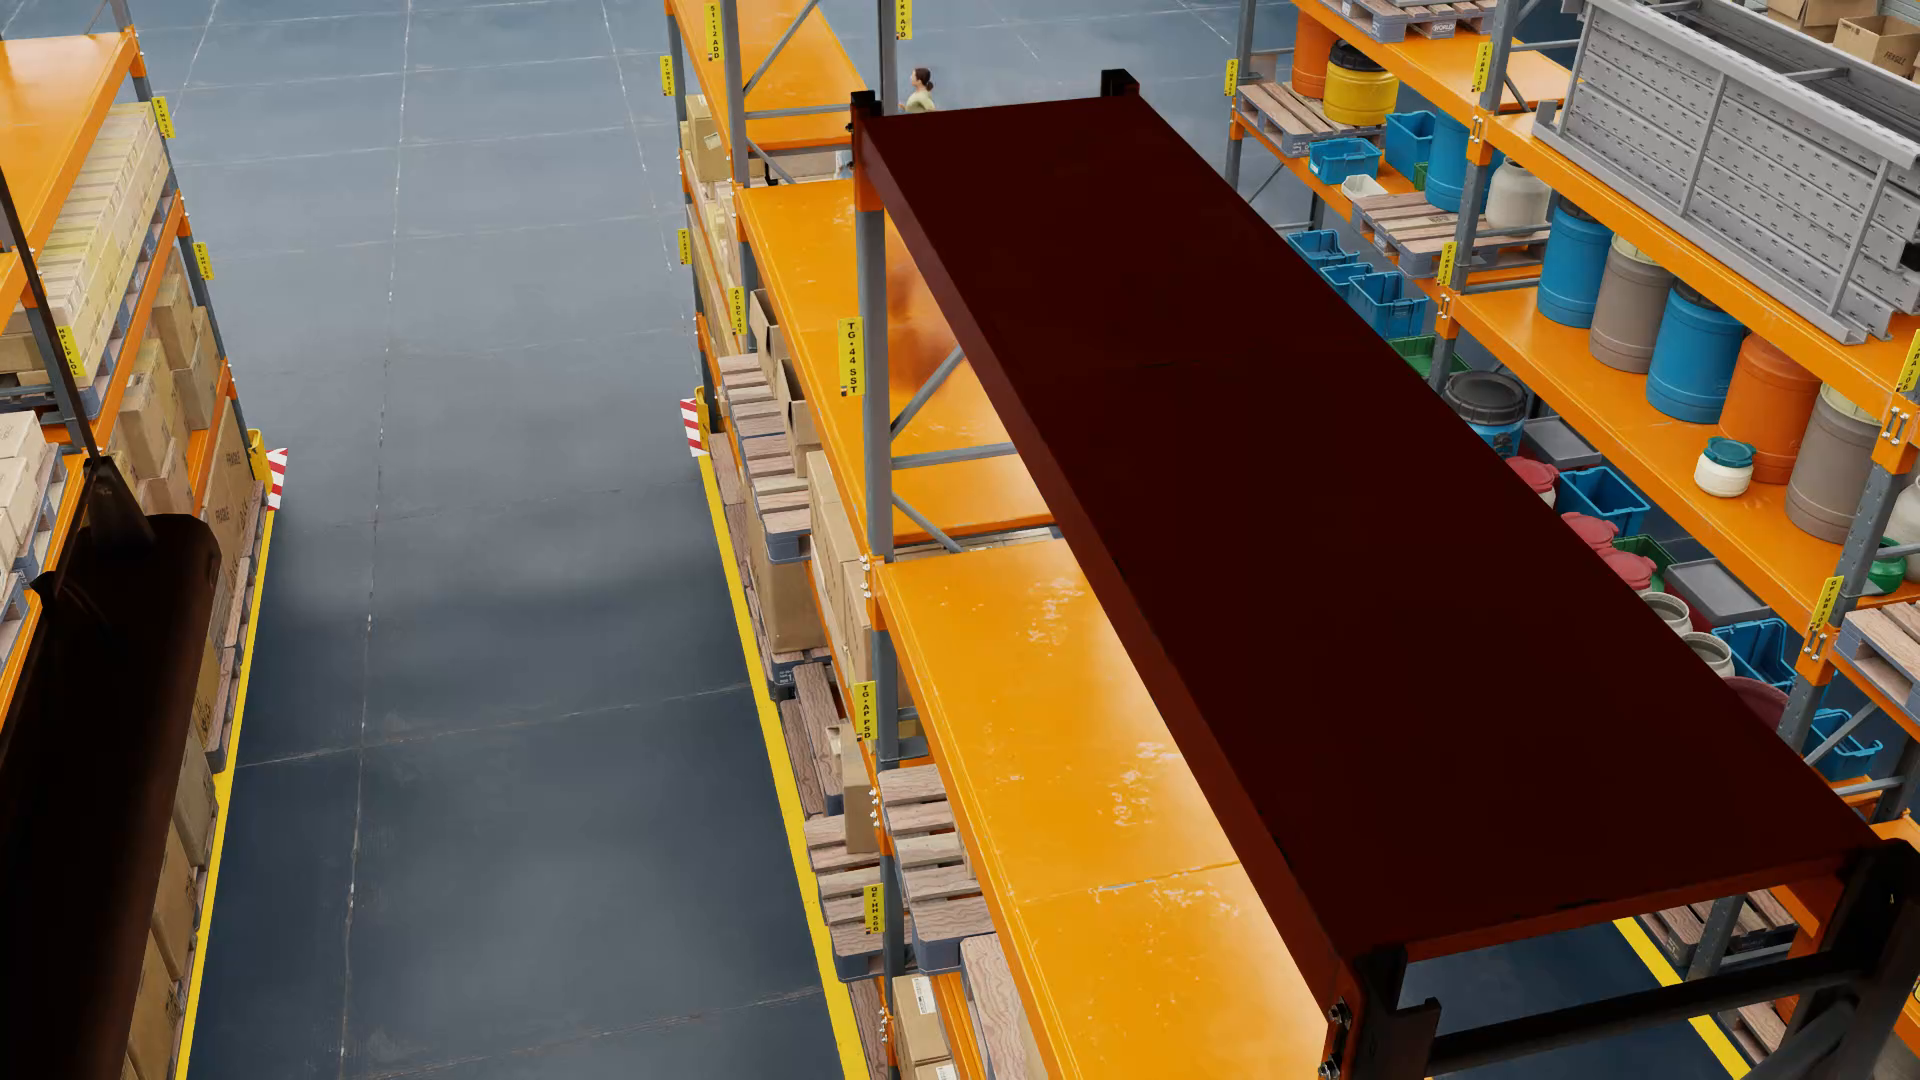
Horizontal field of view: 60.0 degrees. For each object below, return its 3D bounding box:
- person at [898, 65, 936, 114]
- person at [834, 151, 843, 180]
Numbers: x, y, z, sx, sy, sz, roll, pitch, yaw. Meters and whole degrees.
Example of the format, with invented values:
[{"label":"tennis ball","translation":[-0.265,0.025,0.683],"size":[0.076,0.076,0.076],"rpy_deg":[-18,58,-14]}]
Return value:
[{"label":"person","translation":[-0.461,-4.717,19.463],"size":[0.952,1.661,0.568],"rpy_deg":[7,35,10]},{"label":"person","translation":[-1.408,-3.691,18.061],"size":[0.607,1.629,0.608],"rpy_deg":[4,35,5]}]
